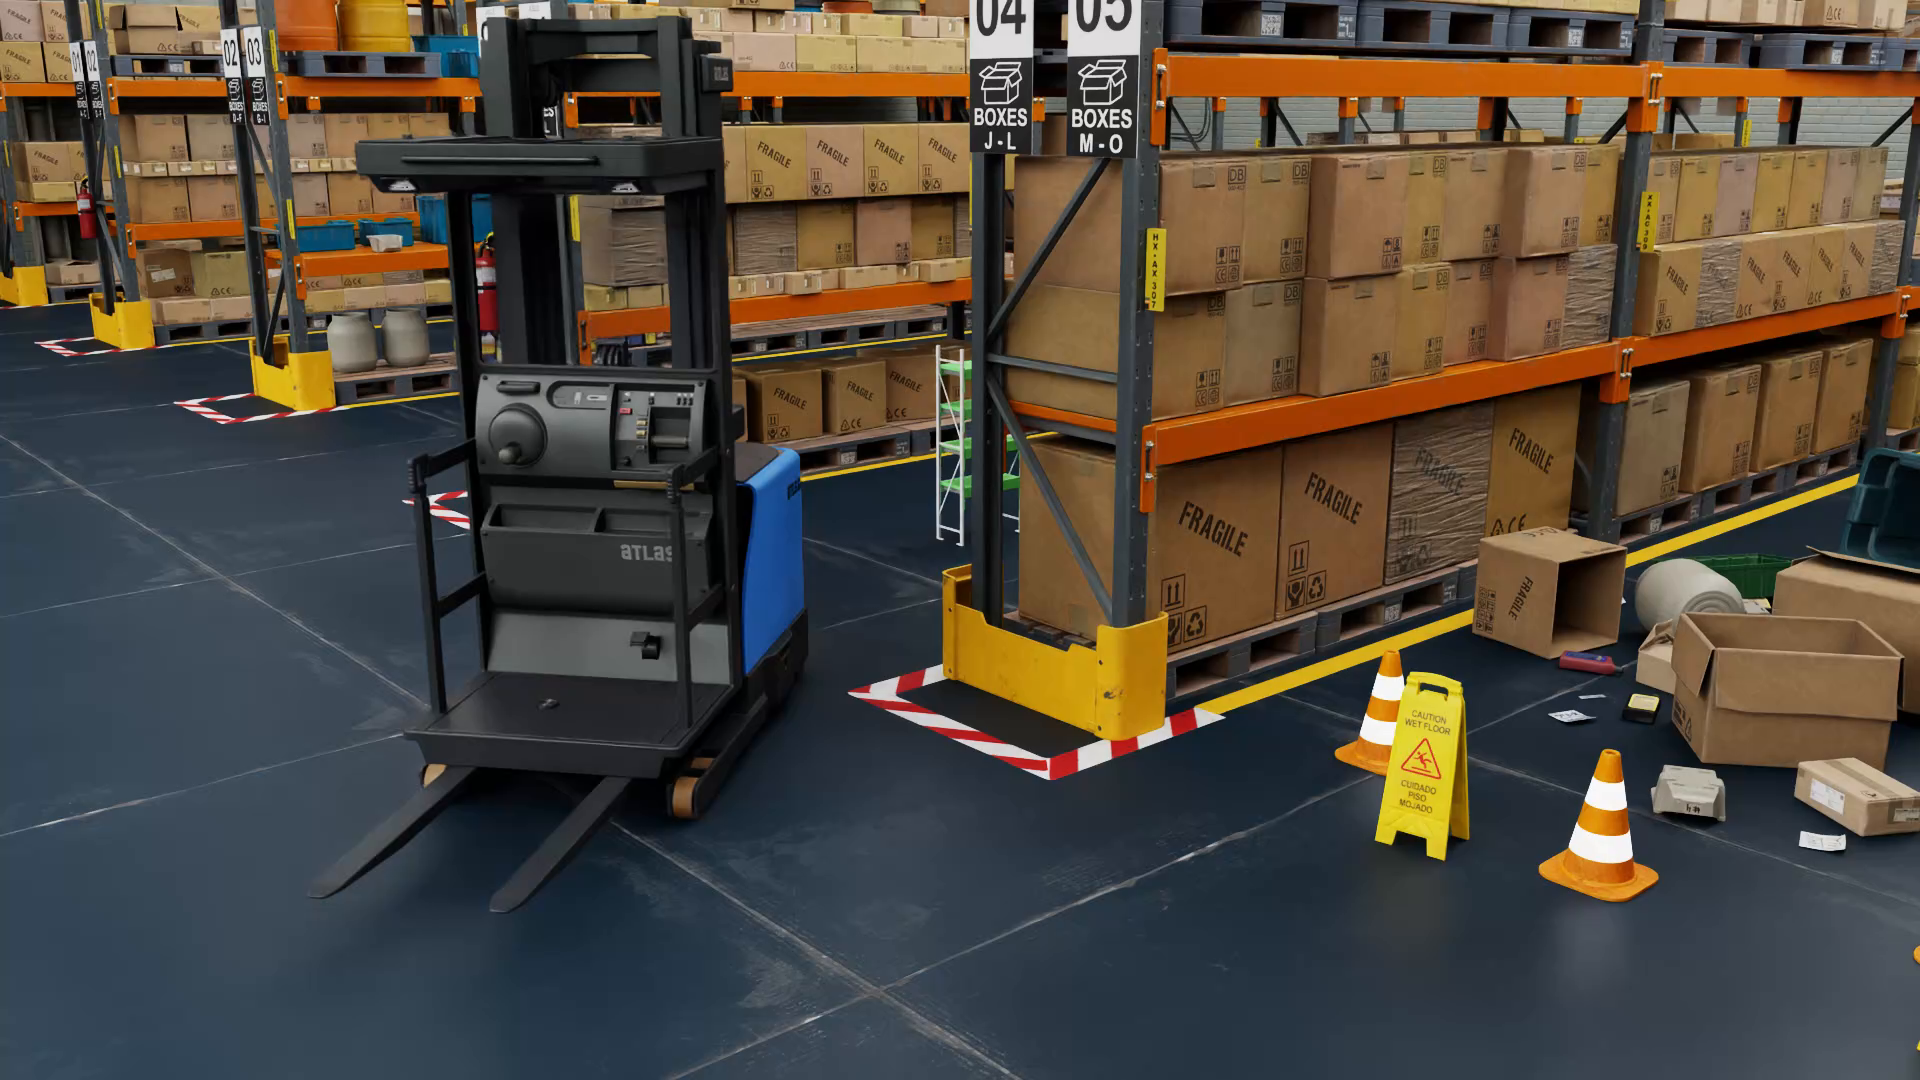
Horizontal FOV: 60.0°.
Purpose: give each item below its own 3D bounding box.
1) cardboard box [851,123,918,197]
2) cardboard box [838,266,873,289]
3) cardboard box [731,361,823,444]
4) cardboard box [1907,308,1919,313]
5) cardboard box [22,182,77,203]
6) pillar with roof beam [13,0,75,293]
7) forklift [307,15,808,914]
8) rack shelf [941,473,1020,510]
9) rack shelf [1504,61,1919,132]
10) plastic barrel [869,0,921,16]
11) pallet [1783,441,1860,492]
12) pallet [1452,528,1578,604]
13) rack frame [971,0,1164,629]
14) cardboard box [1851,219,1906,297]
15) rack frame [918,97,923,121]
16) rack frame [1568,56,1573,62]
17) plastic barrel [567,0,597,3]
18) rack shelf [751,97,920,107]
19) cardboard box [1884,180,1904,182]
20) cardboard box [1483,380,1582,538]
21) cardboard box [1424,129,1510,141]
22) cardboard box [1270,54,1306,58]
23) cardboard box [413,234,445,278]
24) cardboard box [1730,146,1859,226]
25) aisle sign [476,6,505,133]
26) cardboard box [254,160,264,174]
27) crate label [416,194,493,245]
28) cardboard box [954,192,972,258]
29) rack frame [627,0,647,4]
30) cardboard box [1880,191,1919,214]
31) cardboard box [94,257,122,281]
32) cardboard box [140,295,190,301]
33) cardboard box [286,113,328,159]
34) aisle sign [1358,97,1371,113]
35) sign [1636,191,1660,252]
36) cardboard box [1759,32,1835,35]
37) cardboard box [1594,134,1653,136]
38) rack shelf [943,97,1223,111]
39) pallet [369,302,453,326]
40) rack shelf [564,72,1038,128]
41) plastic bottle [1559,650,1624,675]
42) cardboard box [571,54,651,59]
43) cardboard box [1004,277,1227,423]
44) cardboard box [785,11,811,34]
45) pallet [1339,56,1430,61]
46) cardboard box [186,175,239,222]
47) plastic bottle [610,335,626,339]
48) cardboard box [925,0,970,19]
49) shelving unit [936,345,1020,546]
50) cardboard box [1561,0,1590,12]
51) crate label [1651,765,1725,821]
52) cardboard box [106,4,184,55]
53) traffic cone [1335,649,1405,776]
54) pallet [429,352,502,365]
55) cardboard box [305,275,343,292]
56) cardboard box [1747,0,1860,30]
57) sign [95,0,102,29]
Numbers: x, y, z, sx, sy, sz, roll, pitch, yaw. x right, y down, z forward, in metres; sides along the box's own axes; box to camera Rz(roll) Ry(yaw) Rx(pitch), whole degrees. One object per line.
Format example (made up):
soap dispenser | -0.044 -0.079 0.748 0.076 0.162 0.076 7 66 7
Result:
cardboard box | -0.652 -2.771 12.106 0.500 0.500 0.500 -13 19 -39
cardboard box | -0.849 -1.929 12.148 0.250 0.149 0.380 -13 19 -39
cardboard box | -1.361 -1.026 12.309 0.500 0.500 0.500 -10 18 -34
cardboard box | 7.570 -1.786 13.700 0.500 0.250 0.500 -12 19 -38
cardboard box | -11.935 -4.569 21.795 0.500 0.250 0.500 -13 20 -41
pillar with roof beam | -9.725 -6.958 18.862 0.400 9.000 9.100 -13 19 -39
forklift | -1.472 -0.457 6.281 1.130 2.935 3.031 2 15 9
rack shelf | 0.125 -0.314 10.279 0.480 0.148 0.258 -13 19 -39
rack shelf | 4.950 -2.853 10.701 4.000 0.370 1.077 -13 19 -39
plastic barrel | -0.735 -5.632 18.739 0.600 0.901 0.600 0 15 0
pallet | 5.814 -0.624 12.179 1.213 0.211 1.003 -13 19 -39
pallet | 2.816 0.048 9.662 1.213 0.211 1.003 -13 19 -39
rack frame | 0.423 -0.735 7.190 0.127 3.000 1.000 -13 19 -39
cardboard box | 6.295 -2.010 11.770 0.500 0.500 0.500 -13 19 -39
rack frame | -0.441 -7.321 31.847 0.127 3.000 1.000 -13 19 -39
rack frame | 6.296 -6.649 17.706 0.127 3.000 1.000 -13 19 -39
plastic barrel | -3.811 -5.106 15.957 0.708 0.901 0.600 -13 19 -39
rack shelf | -1.950 -8.084 30.284 4.000 0.370 1.077 -13 19 -39
cardboard box | 7.902 -2.941 13.967 0.250 0.149 0.380 -12 19 -37
cardboard box | 2.920 -0.496 9.599 0.875 0.875 0.875 -12 19 -39
cardboard box | 5.294 -4.060 17.500 0.637 0.503 0.797 -12 19 -39
cardboard box | 2.715 -4.235 14.771 0.500 0.250 0.500 -13 20 -40
cardboard box | -6.794 -3.544 20.767 0.500 0.500 0.500 -13 19 -39
cardboard box | 5.732 -2.462 11.523 0.500 0.500 0.700 -13 20 -40
aisle sign | -3.000 -3.022 10.713 0.004 0.787 0.394 -13 19 -39
cardboard box | -8.041 -4.209 18.743 0.250 0.149 0.380 -14 20 -41
crate label | -4.797 -3.064 15.839 0.616 0.435 0.502 -13 19 -39
cardboard box | -0.119 -2.524 13.115 0.500 0.500 0.875 -13 19 -39
rack frame | -2.990 -6.258 16.242 0.127 3.000 1.000 -13 19 -39
cardboard box | 6.937 -2.501 12.320 0.250 0.149 0.380 -13 19 -39
cardboard box | -11.500 -3.721 22.725 0.500 0.311 0.500 -11 18 -35
cardboard box | -9.046 -2.670 18.948 0.500 0.250 0.500 -13 19 -39
cardboard box | -7.705 -4.668 19.207 0.500 0.500 0.700 -13 19 -39
aisle sign | 5.922 -6.719 24.553 0.004 0.787 0.394 -13 19 -39
sign | 3.806 -1.762 9.202 0.005 0.325 0.100 -13 19 -39
cardboard box | 5.768 -3.668 11.523 0.500 0.311 0.500 -13 19 -39
cardboard box | 8.010 -4.660 20.143 0.500 0.500 0.500 -13 20 -41
rack shelf | 1.536 -5.478 20.527 4.000 0.370 1.077 -13 19 -39
pallet | -6.866 -2.851 20.515 1.213 0.211 1.003 -13 19 -39
rack shelf | -1.248 -3.159 11.844 4.000 0.370 1.077 -13 19 -39
plastic bottle | 3.017 0.589 7.927 0.283 0.061 0.133 8 17 28
cardboard box | -2.223 -3.126 10.619 0.500 0.250 0.500 -12 19 -38
cardboard box | 0.673 -0.879 7.439 0.550 0.550 0.875 -13 19 -39
cardboard box | -1.236 -3.554 11.449 0.250 0.149 0.380 -13 20 -40
pallet | 3.729 -4.551 16.027 1.003 0.211 1.213 -12 19 -37
cardboard box | -8.503 -3.862 18.702 0.500 0.500 0.700 -12 19 -38
plastic bottle | -3.432 -2.095 16.561 0.185 0.351 0.144 -14 20 -42
cardboard box | 0.089 -4.153 12.432 0.500 0.500 0.500 -13 20 -41
shelving unit | 0.125 -0.608 10.200 0.503 1.200 0.258 -13 19 -39
cardboard box | 2.992 -2.781 8.516 0.250 0.149 0.380 -12 19 -39
crate label | 2.794 0.967 6.366 0.250 0.136 0.298 5 16 18
cardboard box | -8.820 -5.513 17.981 0.637 0.503 0.797 -11 18 -36
traffic cone | 1.756 0.677 6.820 0.334 0.463 0.336 -13 19 -39
pallet | -4.445 -1.699 16.203 1.213 0.211 1.003 -13 19 -39
cardboard box | -7.573 -3.185 19.423 0.500 0.500 0.500 -13 19 -39
cardboard box | 5.331 -3.490 10.490 0.500 0.500 0.500 -13 19 -39
sign | -8.897 -5.448 17.173 0.005 0.325 0.100 -13 19 -39
